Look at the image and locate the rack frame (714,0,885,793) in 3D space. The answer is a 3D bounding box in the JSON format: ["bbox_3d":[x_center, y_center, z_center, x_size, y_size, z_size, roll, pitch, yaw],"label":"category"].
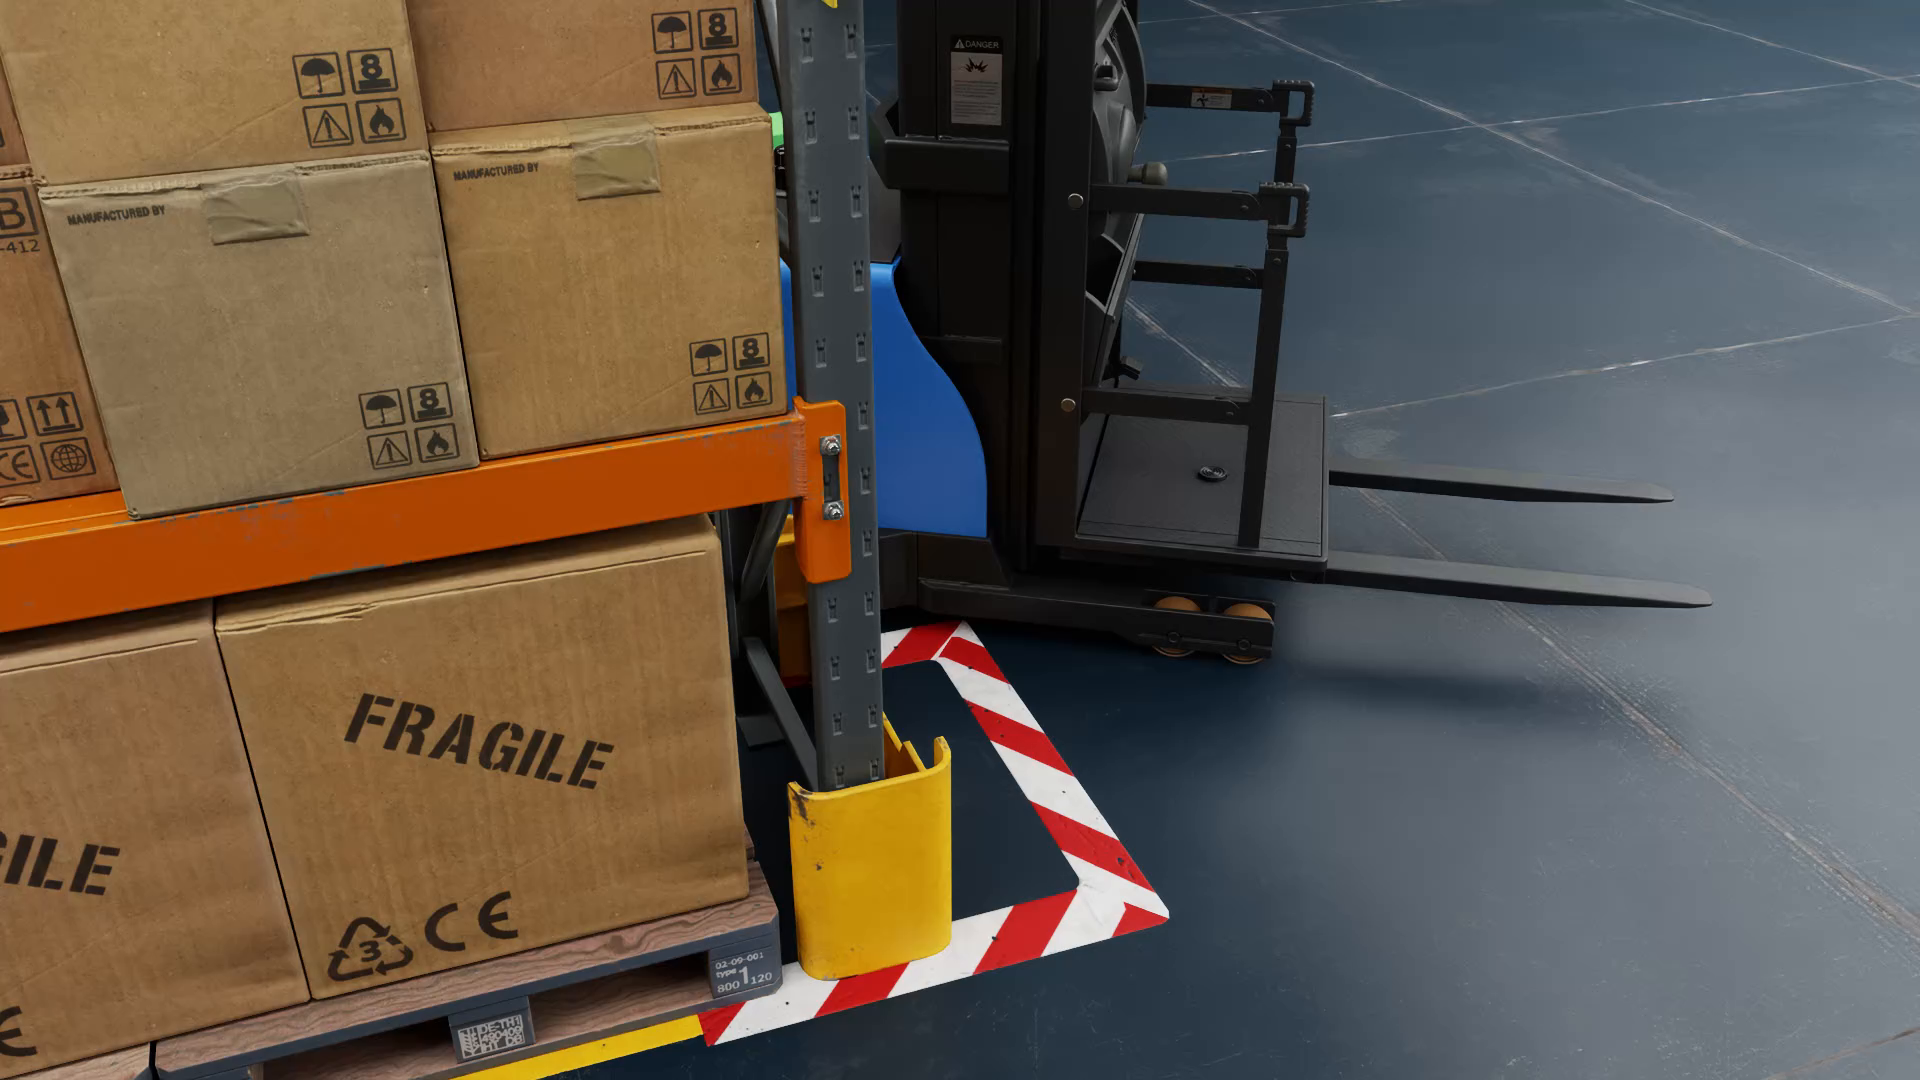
[{"bbox_3d":[-0.387,-0.640,3.343,0.127,3.000,1.000,-10,31,-18],"label":"rack frame"}]

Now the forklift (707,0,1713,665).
[{"bbox_3d":[0.616,-1.213,4.419,3.031,2.935,1.130,6,30,10],"label":"forklift"}]

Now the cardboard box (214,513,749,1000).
[{"bbox_3d":[-1.000,0.248,3.506,0.875,0.875,0.875,-10,31,-17],"label":"cardboard box"}]

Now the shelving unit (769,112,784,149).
[{"bbox_3d":[-0.724,-0.917,5.648,0.503,1.200,0.258,-17,34,-27],"label":"shelving unit"}]

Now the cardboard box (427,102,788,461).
[{"bbox_3d":[-0.719,-0.620,3.157,0.550,0.550,0.875,-10,31,-18],"label":"cardboard box"}]

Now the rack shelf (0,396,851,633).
[{"bbox_3d":[-2.262,0.018,2.915,4.000,0.370,1.077,-10,31,-18],"label":"rack shelf"}]

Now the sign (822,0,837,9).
[{"bbox_3d":[-0.211,-0.992,2.552,0.005,0.325,0.100,-10,31,-18],"label":"sign"}]

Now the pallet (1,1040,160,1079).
[{"bbox_3d":[-2.251,0.955,3.361,1.213,0.211,1.003,-10,31,-18],"label":"pallet"}]

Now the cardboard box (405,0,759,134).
[{"bbox_3d":[-0.749,-1.128,2.958,0.550,0.550,0.875,-10,31,-18],"label":"cardboard box"}]

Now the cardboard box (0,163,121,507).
[{"bbox_3d":[-1.796,-0.477,2.905,0.550,0.550,0.875,-10,31,-18],"label":"cardboard box"}]

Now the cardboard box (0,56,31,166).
[{"bbox_3d":[-1.804,-0.957,2.657,0.550,0.550,0.875,-10,31,-18],"label":"cardboard box"}]

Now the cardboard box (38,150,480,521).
[{"bbox_3d":[-1.227,-0.515,2.972,0.550,0.550,0.875,-10,31,-18],"label":"cardboard box"}]

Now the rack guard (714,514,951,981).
[{"bbox_3d":[-0.365,0.442,3.969,0.348,0.500,1.175,-10,31,-18],"label":"rack guard"}]

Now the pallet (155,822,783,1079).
[{"bbox_3d":[-1.109,0.746,3.728,1.213,0.211,1.003,-10,31,-18],"label":"pallet"}]

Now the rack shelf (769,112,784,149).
[{"bbox_3d":[-0.724,-1.279,5.442,0.480,0.148,0.258,-17,34,-27],"label":"rack shelf"}]

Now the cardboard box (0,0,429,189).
[{"bbox_3d":[-1.232,-0.991,2.716,0.550,0.550,0.875,-10,31,-18],"label":"cardboard box"}]

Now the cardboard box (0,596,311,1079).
[{"bbox_3d":[-1.824,0.401,3.238,0.875,0.875,0.875,-11,31,-18],"label":"cardboard box"}]
